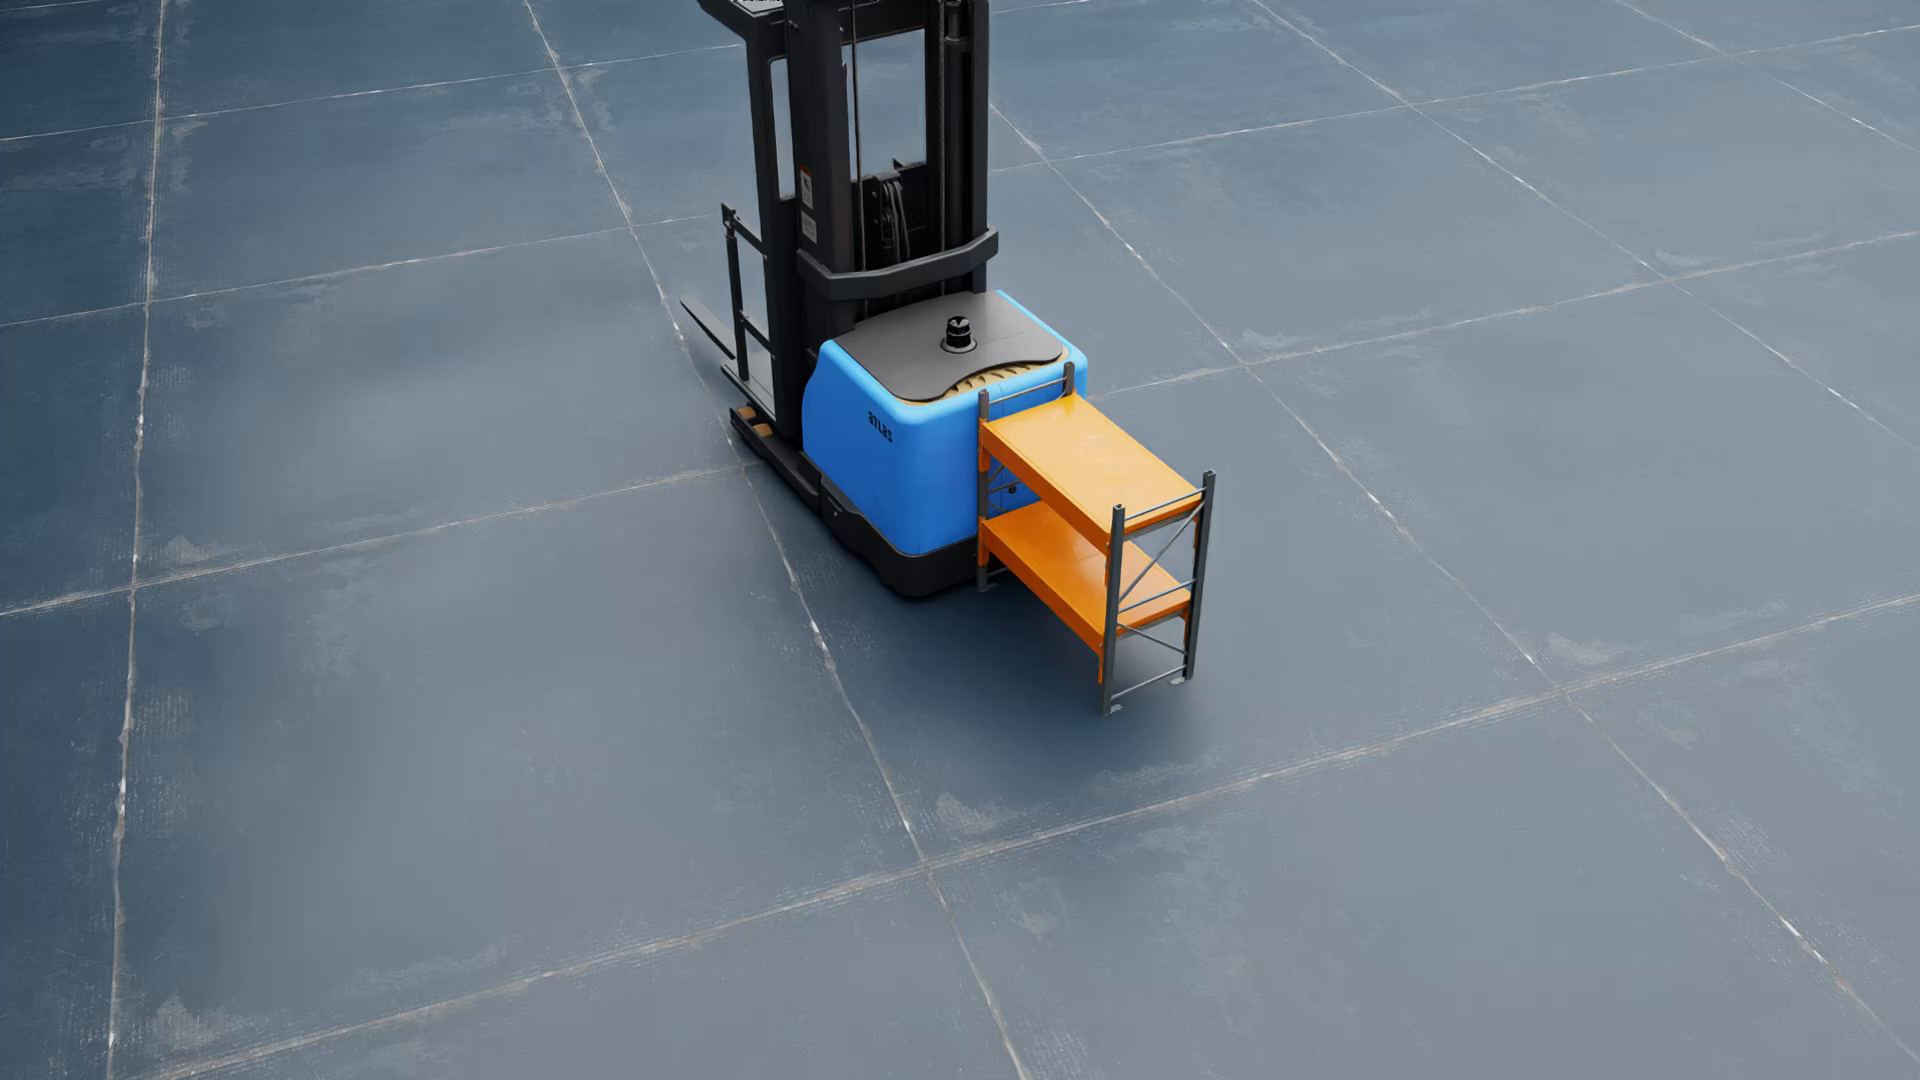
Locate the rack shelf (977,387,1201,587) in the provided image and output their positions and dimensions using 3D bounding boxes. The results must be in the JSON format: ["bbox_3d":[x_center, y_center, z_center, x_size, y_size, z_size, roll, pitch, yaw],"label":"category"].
[{"bbox_3d":[0.564,-0.251,7.223,0.538,0.278,1.000,-20,41,-25],"label":"rack shelf"}]

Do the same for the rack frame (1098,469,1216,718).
[{"bbox_3d":[0.829,0.243,7.052,0.500,1.125,0.032,-20,41,-25],"label":"rack frame"}]

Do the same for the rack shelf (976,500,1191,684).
[{"bbox_3d":[0.564,0.178,7.546,0.538,0.278,1.000,-20,41,-25],"label":"rack shelf"}]

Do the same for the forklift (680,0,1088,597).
[{"bbox_3d":[-0.589,-1.763,8.215,1.130,2.935,3.031,-20,41,-25],"label":"forklift"}]

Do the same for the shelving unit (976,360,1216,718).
[{"bbox_3d":[0.564,-0.018,7.399,0.538,1.125,1.048,-20,41,-25],"label":"shelving unit"}]

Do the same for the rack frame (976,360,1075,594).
[{"bbox_3d":[0.299,-0.279,7.745,0.500,1.125,0.032,-20,41,-25],"label":"rack frame"}]
